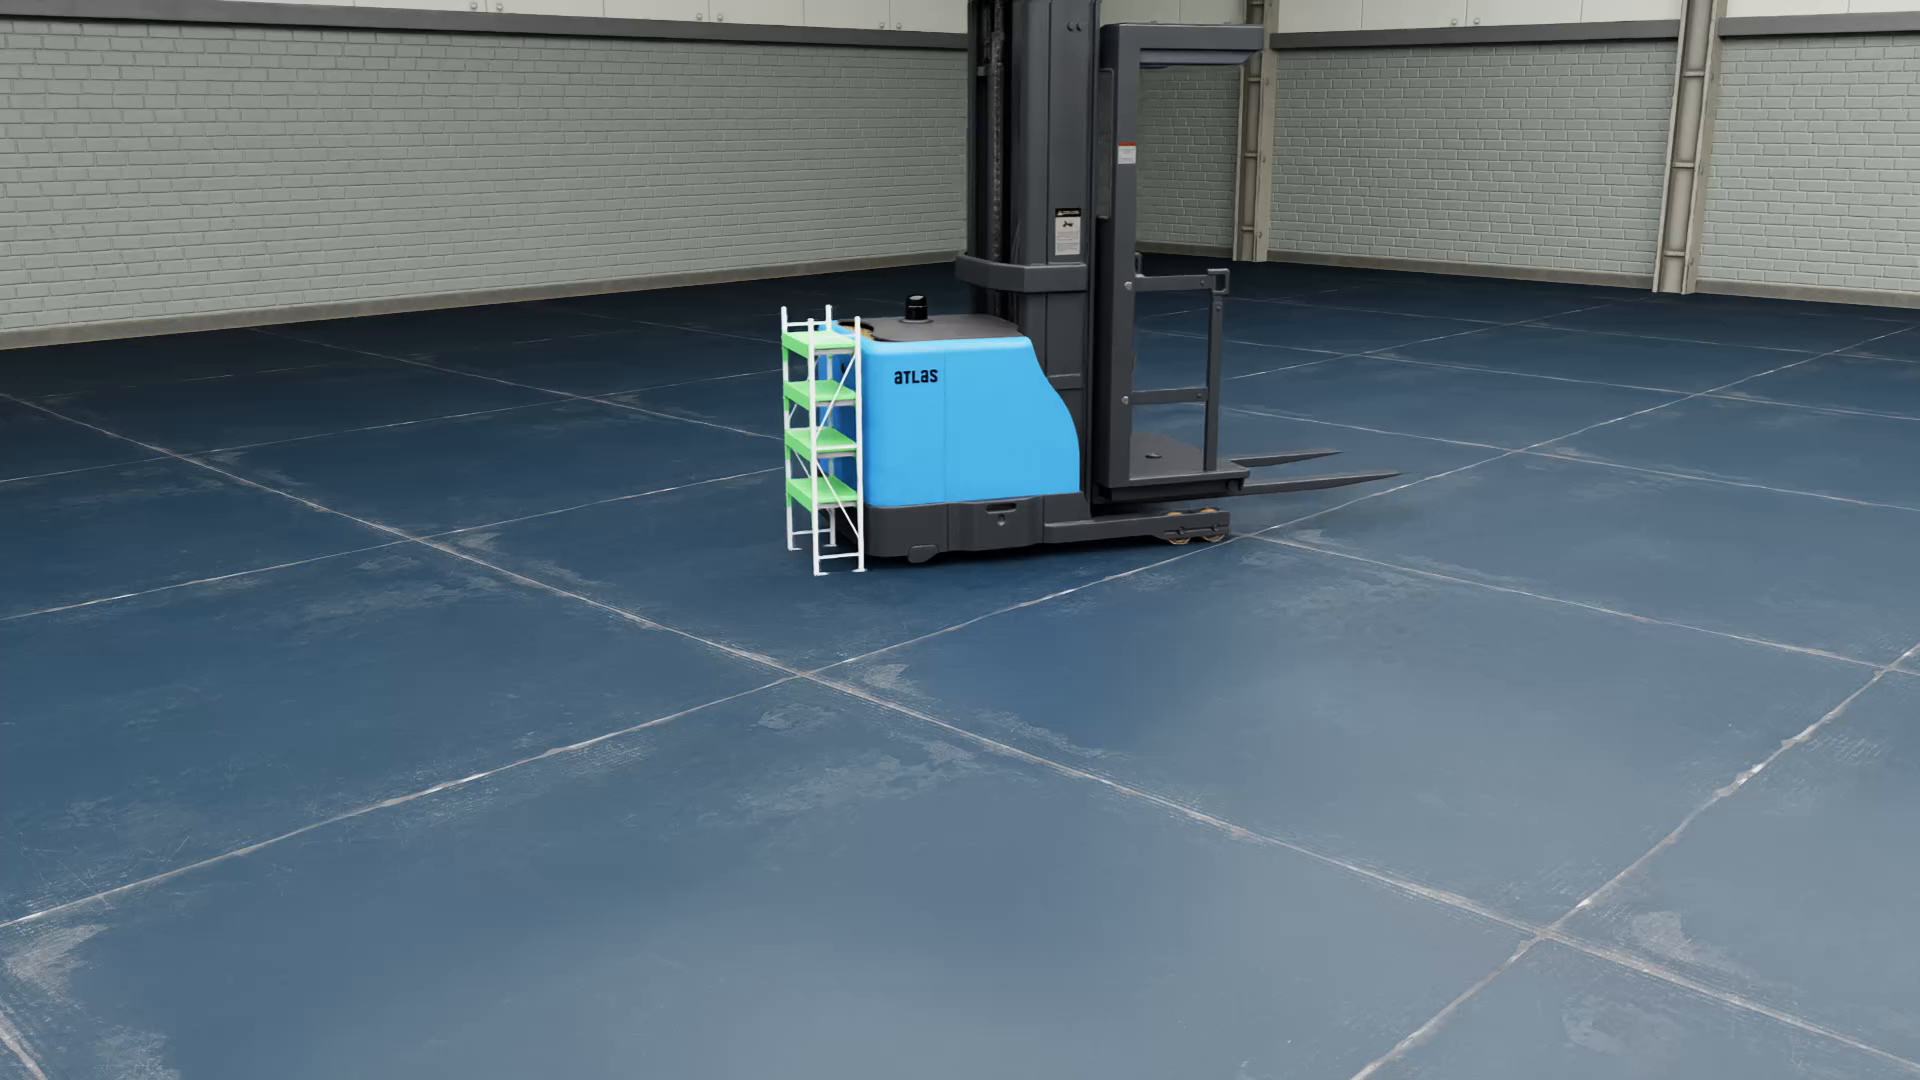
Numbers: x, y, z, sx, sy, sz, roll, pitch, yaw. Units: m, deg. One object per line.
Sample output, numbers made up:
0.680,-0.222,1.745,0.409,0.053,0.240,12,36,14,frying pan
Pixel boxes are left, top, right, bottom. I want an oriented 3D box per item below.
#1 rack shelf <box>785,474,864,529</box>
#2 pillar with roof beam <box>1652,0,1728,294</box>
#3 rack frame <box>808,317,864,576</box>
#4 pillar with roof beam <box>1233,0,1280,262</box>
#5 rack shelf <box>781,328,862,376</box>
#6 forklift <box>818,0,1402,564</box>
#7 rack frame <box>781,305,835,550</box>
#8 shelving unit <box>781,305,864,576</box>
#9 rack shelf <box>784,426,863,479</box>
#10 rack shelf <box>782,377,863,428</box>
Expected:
-0.654,-0.189,7.983,0.258,0.148,0.480,-5,16,-19,rack shelf
5.474,-6.514,15.583,0.400,9.000,9.100,14,20,42,pillar with roof beam
-0.570,-0.425,7.685,0.240,1.200,0.015,-5,16,-19,rack frame
1.154,-7.564,19.613,0.400,9.000,9.100,14,20,42,pillar with roof beam
-0.654,-0.886,7.801,0.258,0.148,0.480,-5,16,-19,rack shelf
0.837,-1.512,8.422,3.031,2.935,1.130,-5,15,-19,forklift
-0.738,-0.541,8.128,0.240,1.200,0.015,-5,16,-19,rack frame
-0.654,-0.483,7.906,0.258,1.200,0.503,-5,16,-19,shelving unit
-0.654,-0.421,7.922,0.258,0.148,0.480,-5,16,-19,rack shelf
-0.654,-0.653,7.862,0.258,0.148,0.480,-5,16,-19,rack shelf
